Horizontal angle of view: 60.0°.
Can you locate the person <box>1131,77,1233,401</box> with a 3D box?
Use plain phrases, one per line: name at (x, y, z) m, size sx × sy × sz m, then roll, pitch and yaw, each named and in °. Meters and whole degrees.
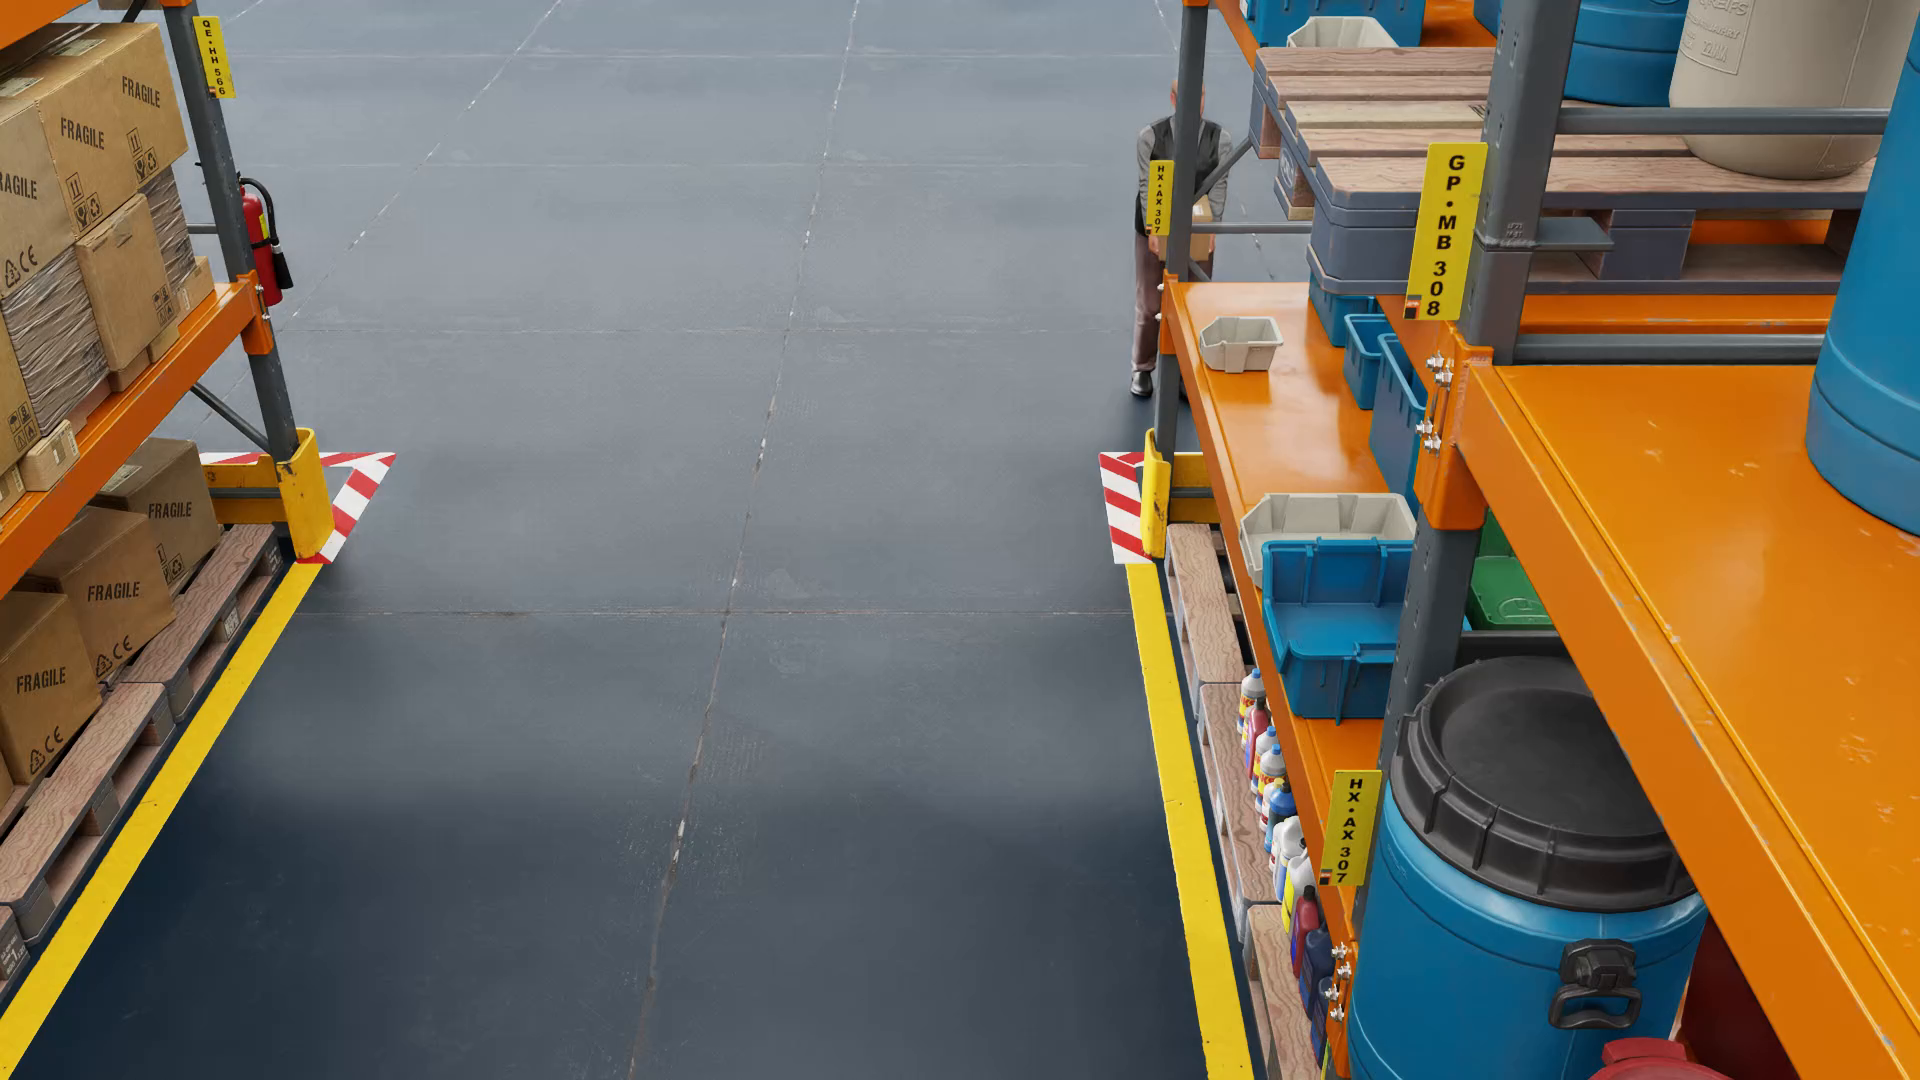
person at (1.155, -1.549, 8.711) m, size 0.494 × 1.711 × 0.551 m, roll 0°, pitch 31°, yaw 0°
